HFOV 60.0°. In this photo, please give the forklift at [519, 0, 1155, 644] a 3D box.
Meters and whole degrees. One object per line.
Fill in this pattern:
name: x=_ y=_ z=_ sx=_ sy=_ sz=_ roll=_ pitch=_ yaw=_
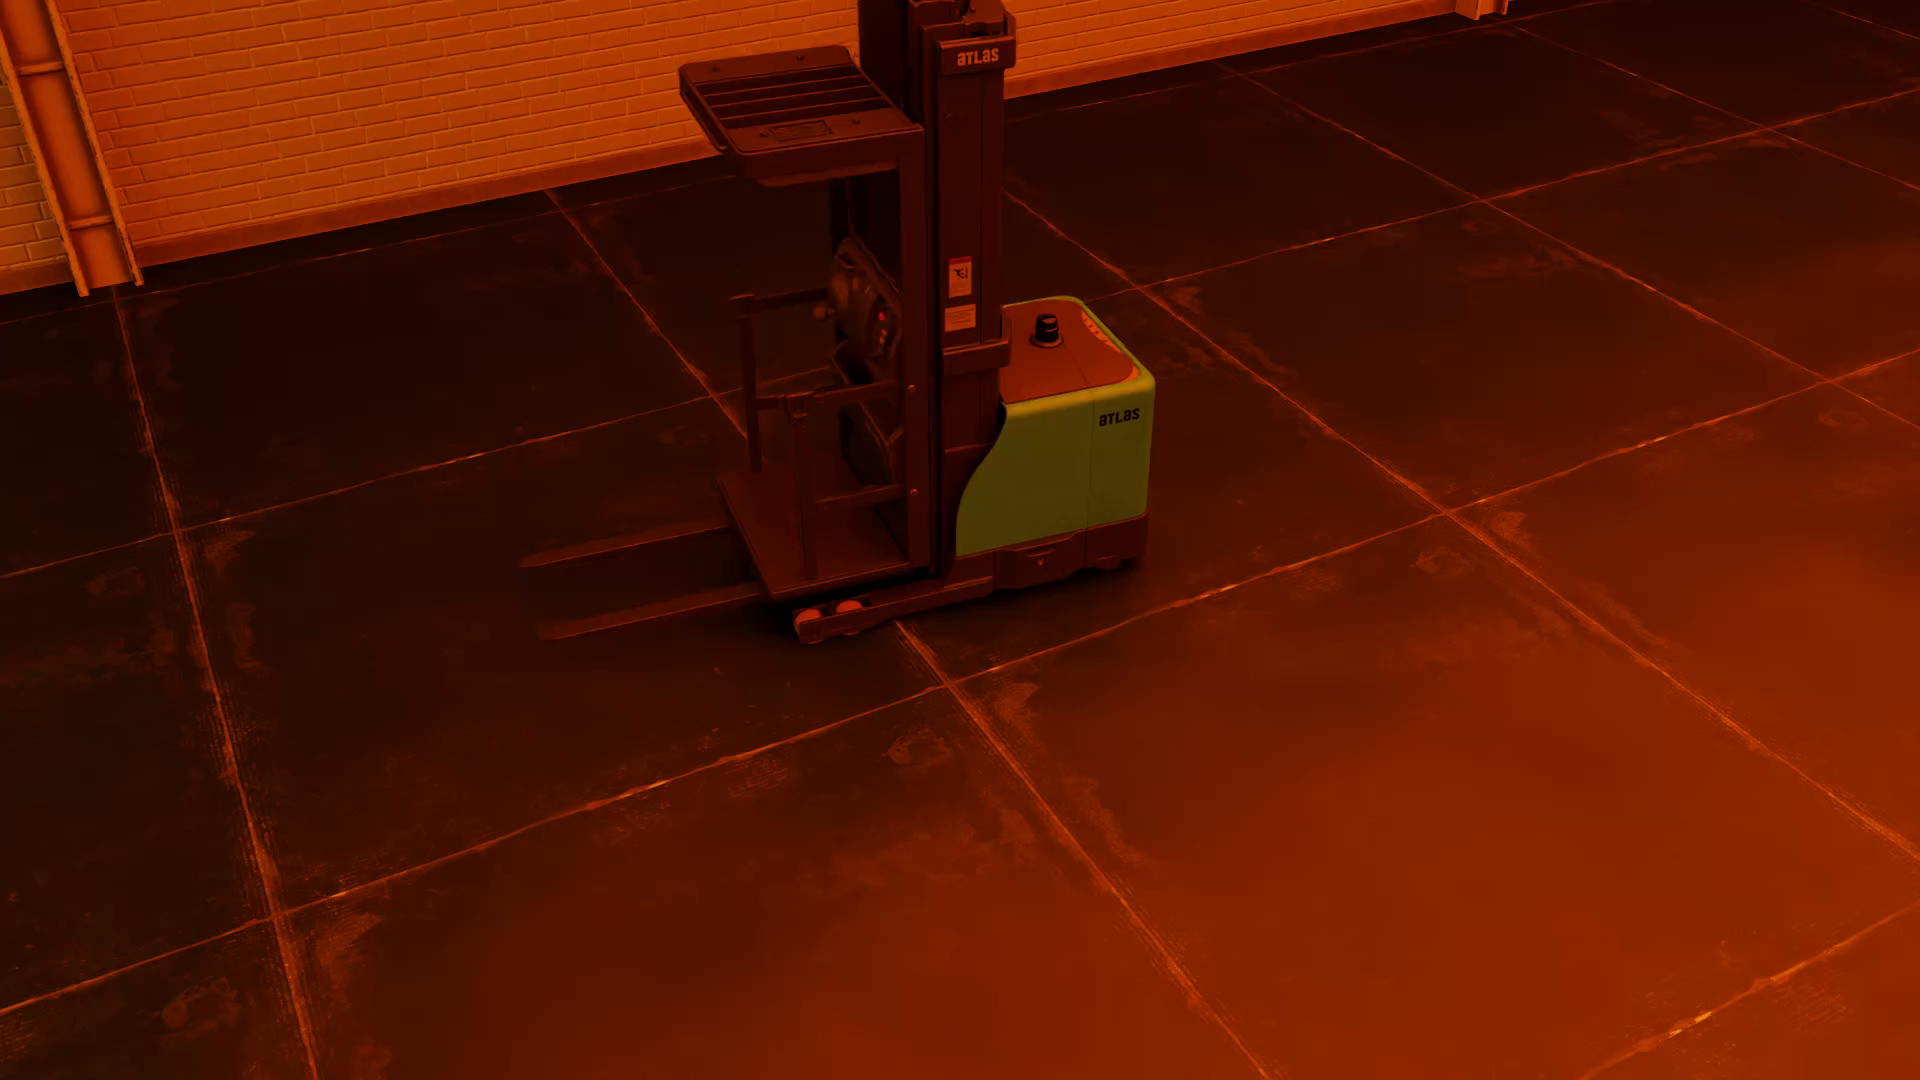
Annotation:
forklift: x=-0.624 y=-1.044 z=7.600 sx=3.031 sy=2.935 sz=1.130 roll=-12 pitch=37 yaw=-17
